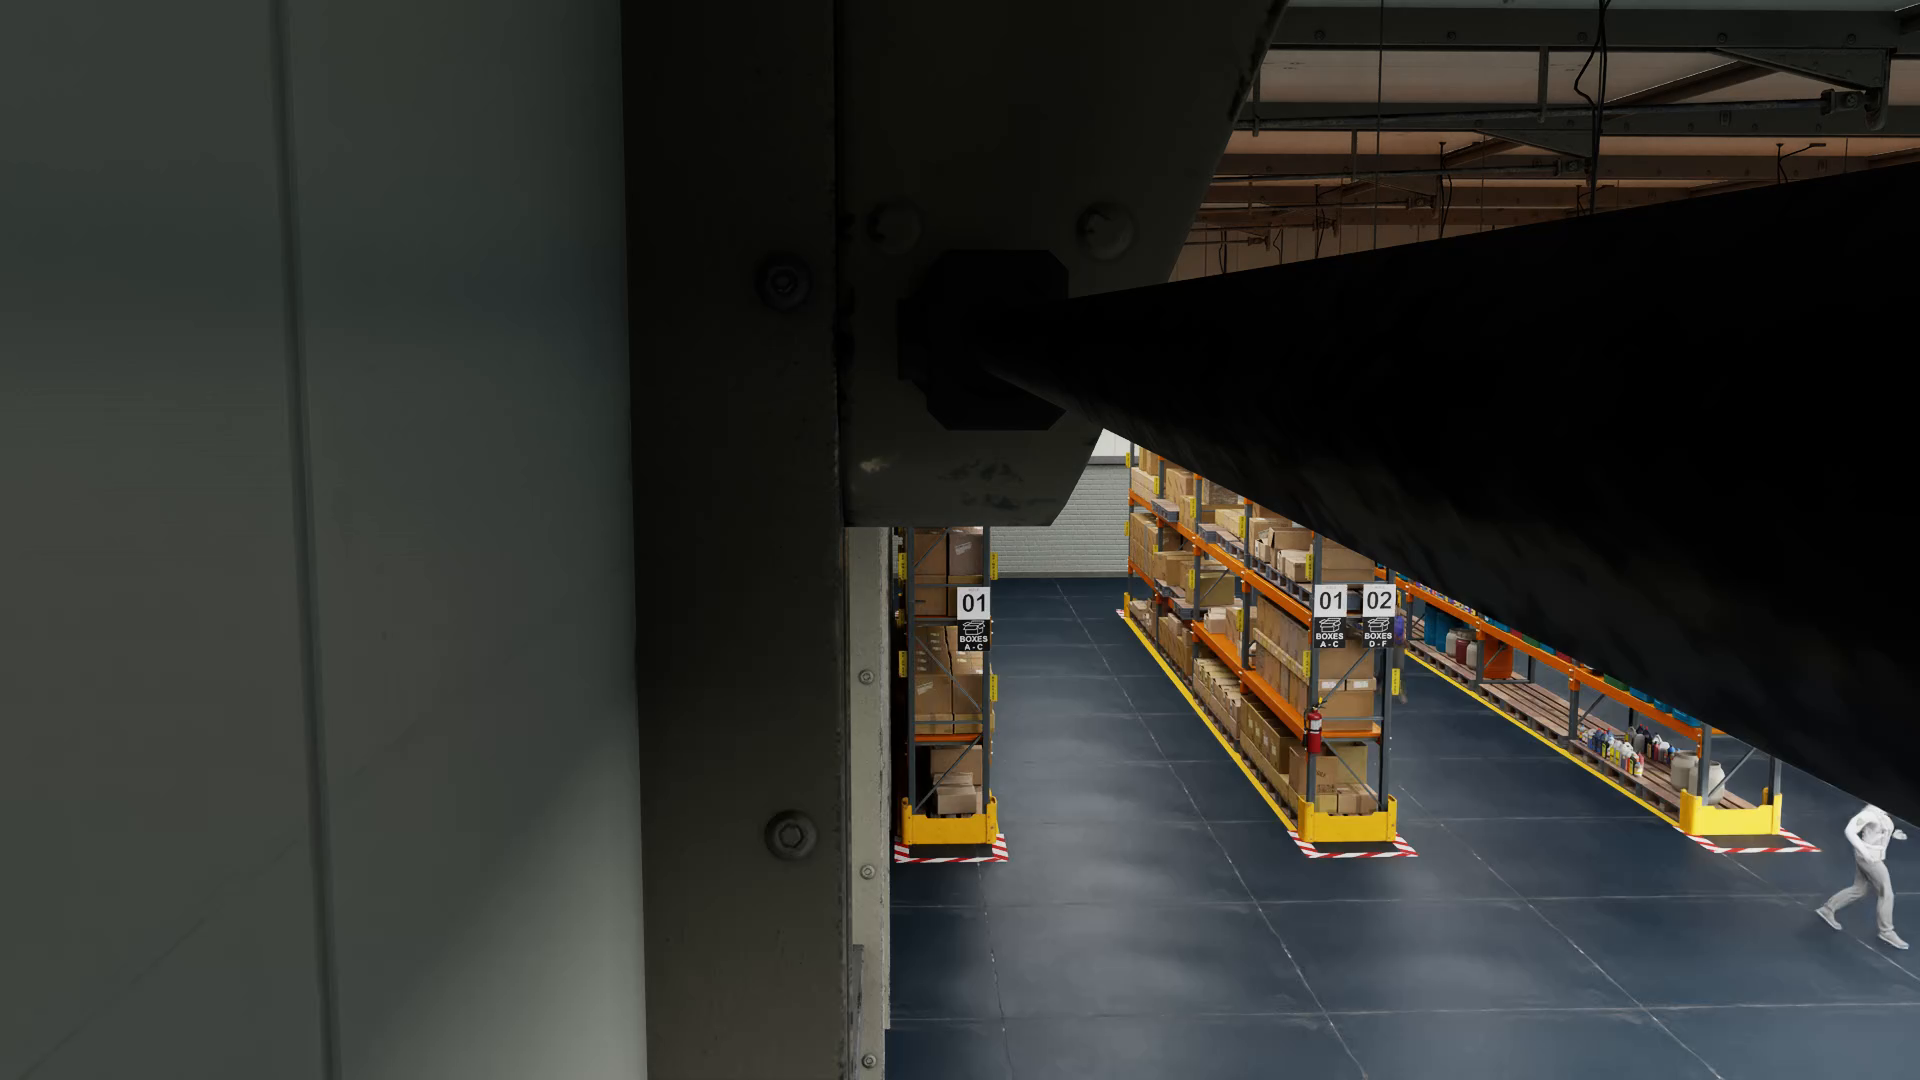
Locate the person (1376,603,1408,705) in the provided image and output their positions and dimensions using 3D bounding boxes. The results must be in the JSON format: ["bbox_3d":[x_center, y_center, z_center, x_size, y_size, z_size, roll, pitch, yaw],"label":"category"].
[{"bbox_3d":[7.343,1.879,28.241,0.569,1.669,0.932,-1,7,-10],"label":"person"}]

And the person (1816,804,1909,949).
[{"bbox_3d":[9.379,3.302,17.177,0.849,1.723,0.596,4,8,29],"label":"person"}]
